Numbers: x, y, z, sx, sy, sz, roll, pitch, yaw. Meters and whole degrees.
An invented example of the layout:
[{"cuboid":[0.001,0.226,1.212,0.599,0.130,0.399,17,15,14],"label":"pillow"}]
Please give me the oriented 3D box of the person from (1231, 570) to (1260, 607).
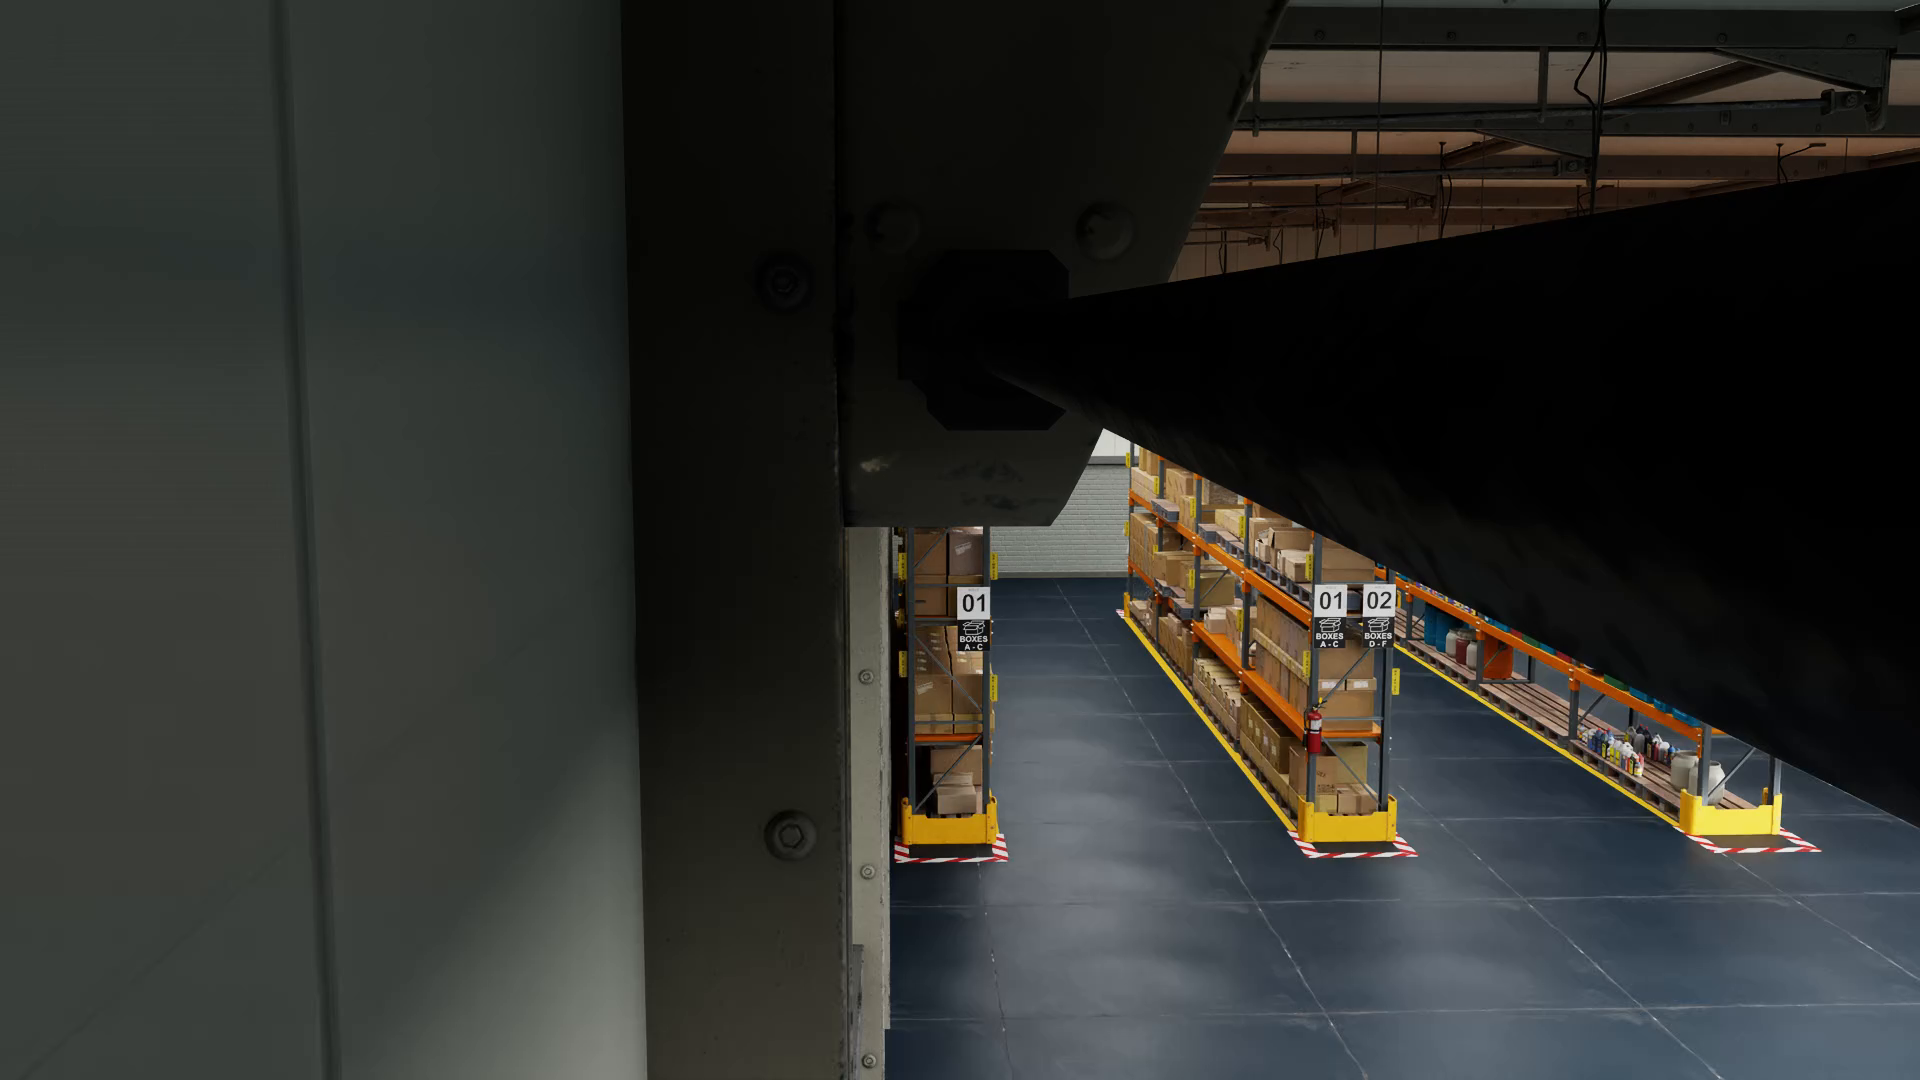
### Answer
[{"cuboid":[6.126,0.935,35.573,0.741,1.675,0.556,-2,8,-14],"label":"person"}]
